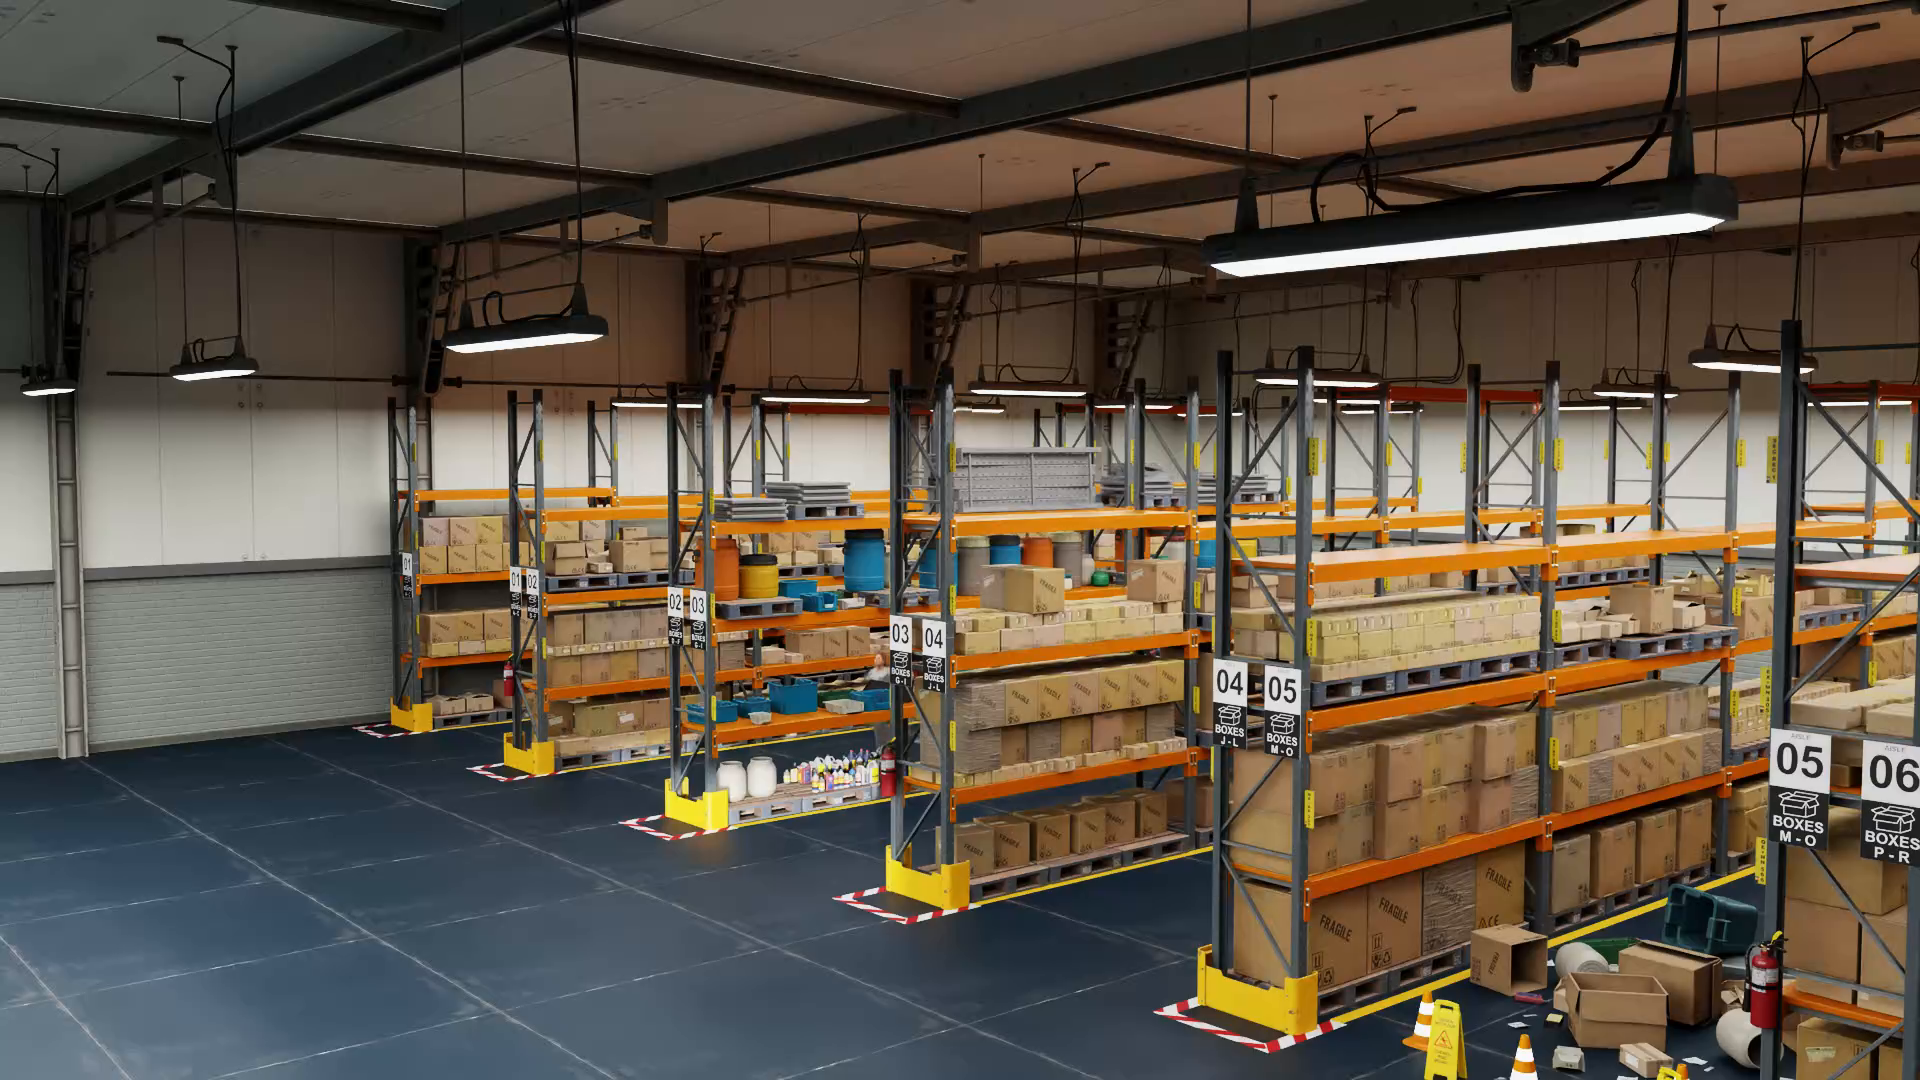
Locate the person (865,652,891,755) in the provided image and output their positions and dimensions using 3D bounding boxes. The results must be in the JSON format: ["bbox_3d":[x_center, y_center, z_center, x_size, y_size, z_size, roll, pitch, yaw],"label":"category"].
[{"bbox_3d":[-1.324,2.704,27.596,0.529,1.699,0.714,3,4,38],"label":"person"}]

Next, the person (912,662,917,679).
[{"bbox_3d":[-0.916,2.156,33.364,0.739,1.567,0.545,-3,5,-43],"label":"person"}]
